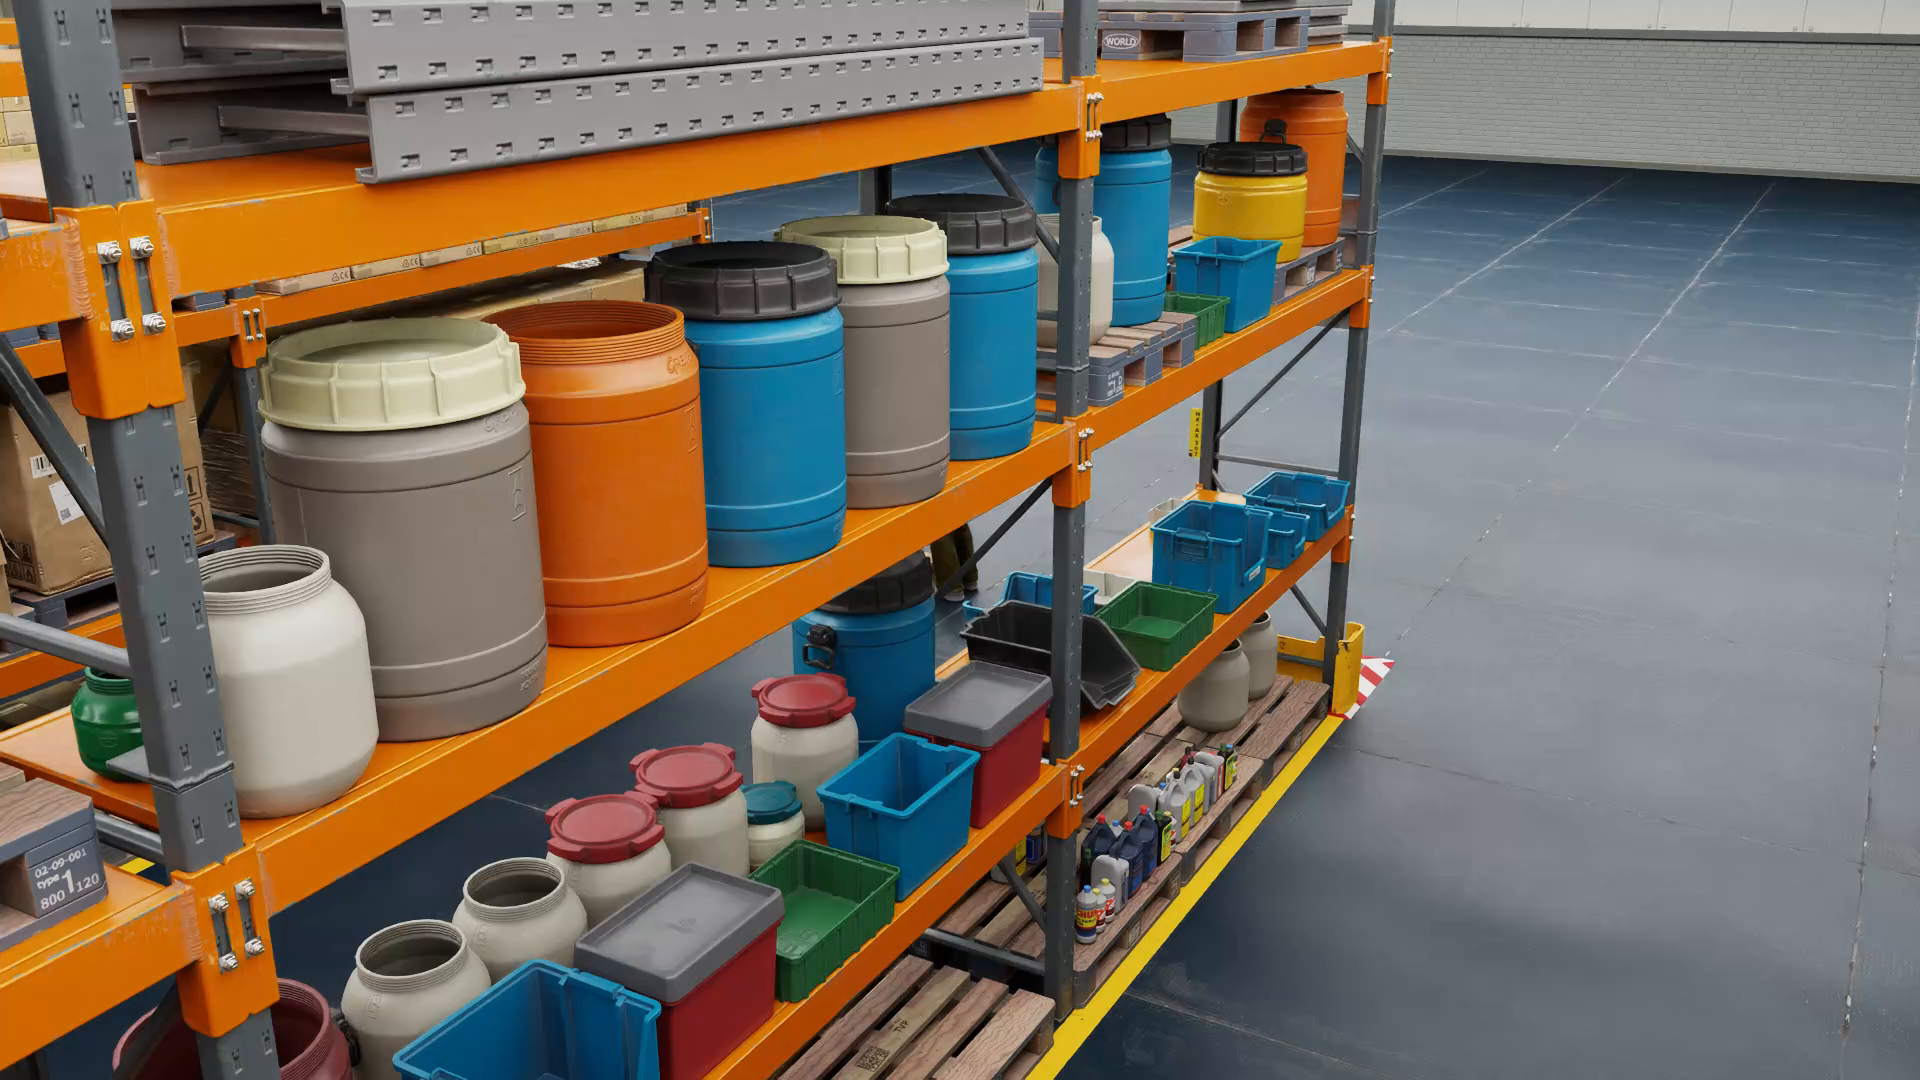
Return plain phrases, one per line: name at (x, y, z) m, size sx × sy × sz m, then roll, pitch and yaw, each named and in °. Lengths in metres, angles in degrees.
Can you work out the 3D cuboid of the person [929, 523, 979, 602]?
person at (-0.079, -0.427, 12.320) m, size 0.418 × 1.774 × 0.656 m, roll 9°, pitch 21°, yaw 25°
